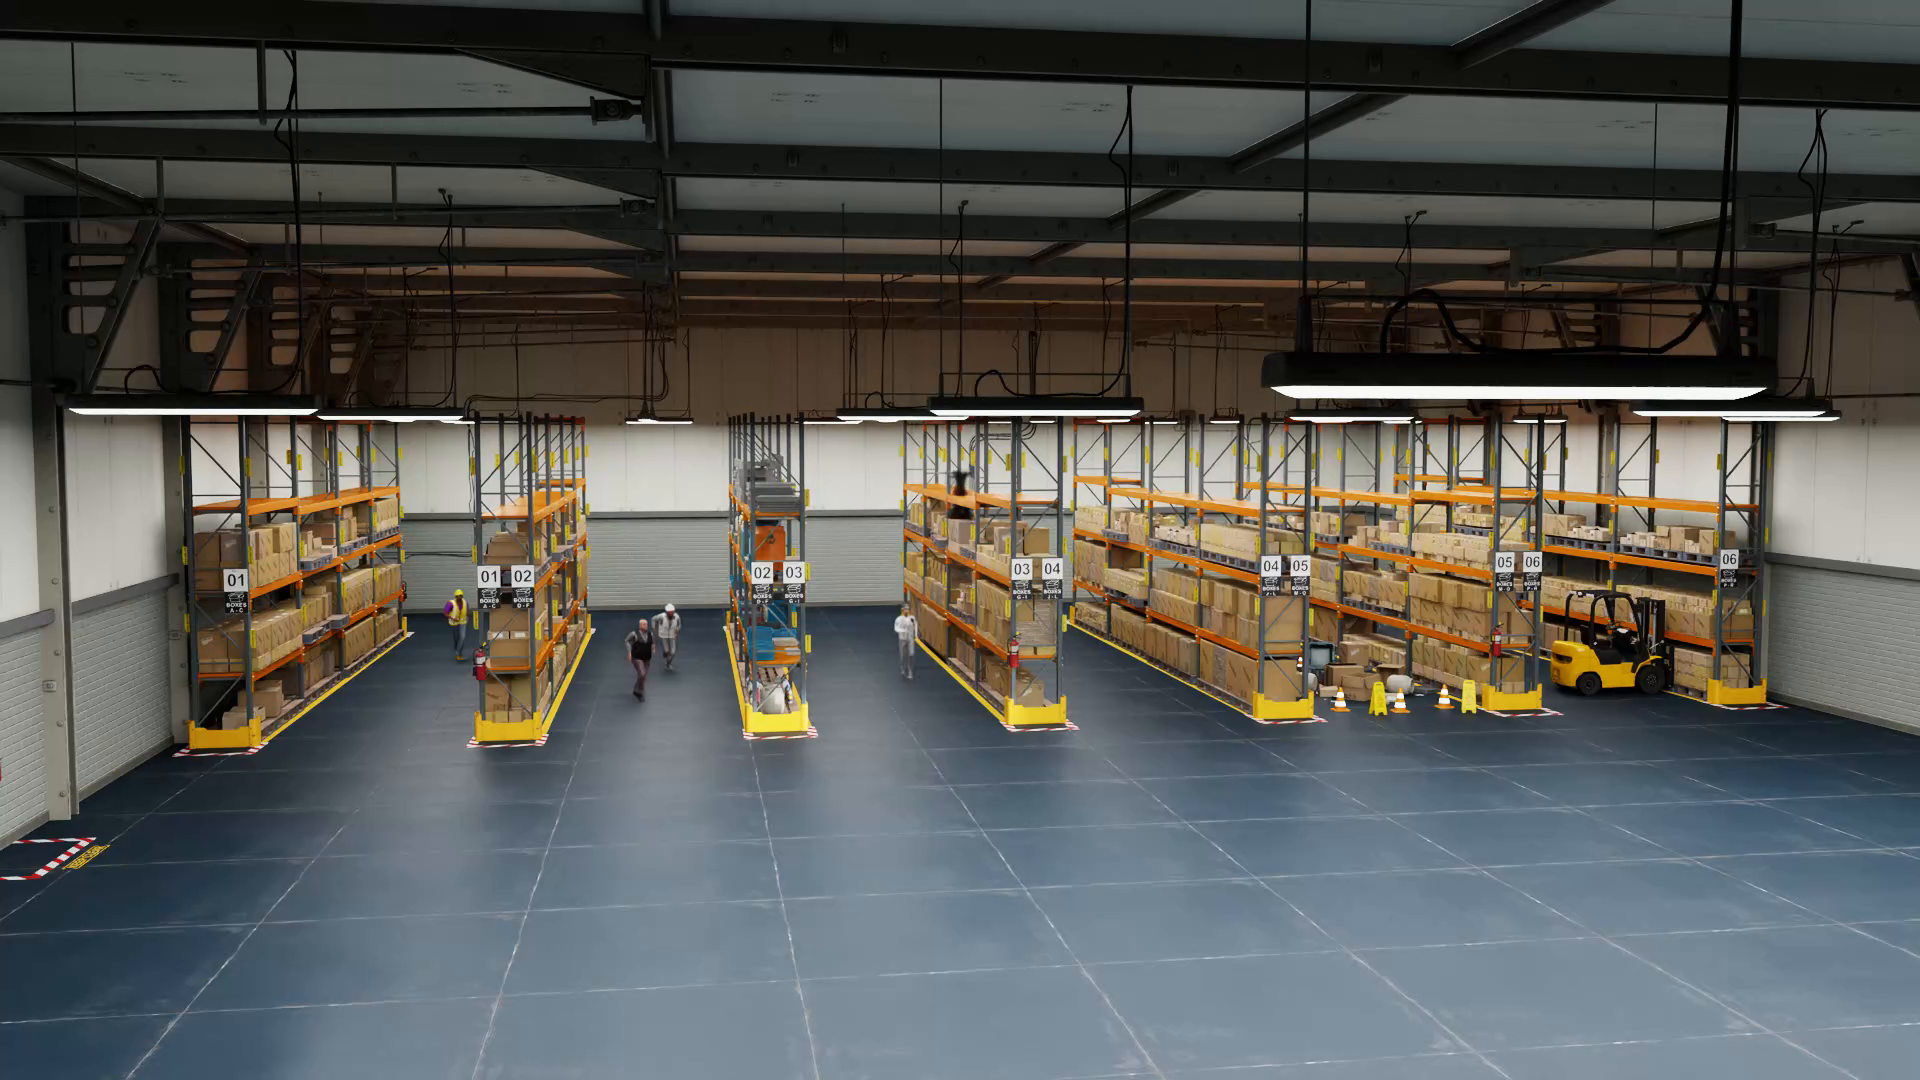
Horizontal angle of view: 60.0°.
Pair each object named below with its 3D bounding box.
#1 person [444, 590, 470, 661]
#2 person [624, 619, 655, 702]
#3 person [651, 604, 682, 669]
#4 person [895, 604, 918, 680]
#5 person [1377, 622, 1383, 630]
[{"bbox_3d":[-12.375,2.069,40.877,0.663,1.736,0.848,-2,4,-29],"label":"person"},{"bbox_3d":[-6.669,2.520,34.804,0.607,1.739,0.831,-3,5,-39],"label":"person"},{"bbox_3d":[-6.886,2.274,39.028,0.691,1.599,0.818,-1,4,-19],"label":"person"},{"bbox_3d":[-1.220,2.307,37.902,0.559,1.734,0.811,-1,4,-9],"label":"person"},{"bbox_3d":[11.466,1.719,46.629,0.654,1.691,0.881,-2,5,-32],"label":"person"}]
